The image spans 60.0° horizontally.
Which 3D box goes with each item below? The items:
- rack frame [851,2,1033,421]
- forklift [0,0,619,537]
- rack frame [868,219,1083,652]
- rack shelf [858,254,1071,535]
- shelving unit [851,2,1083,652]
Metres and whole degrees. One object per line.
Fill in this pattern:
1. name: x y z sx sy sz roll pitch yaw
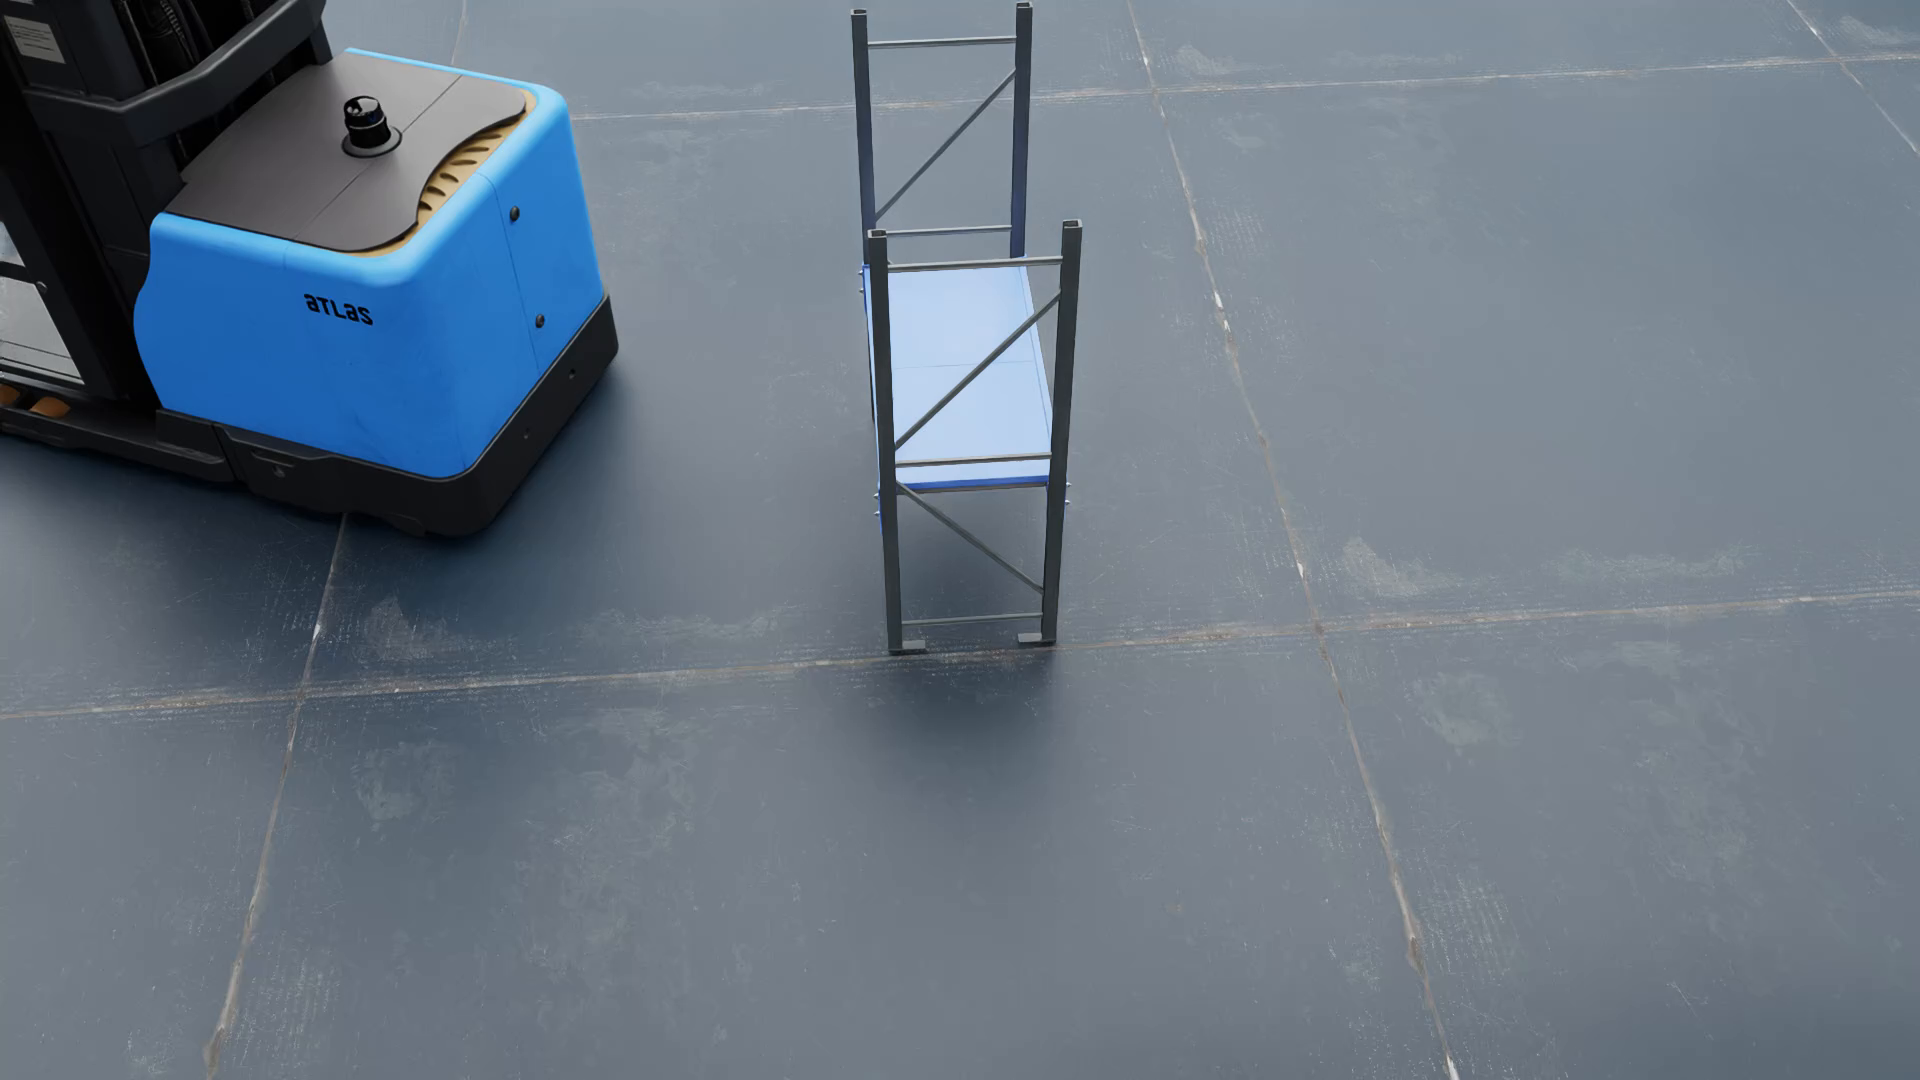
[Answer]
1. rack frame: -0.050 -0.945 5.112 0.500 1.500 0.032 -3 47 -3
2. forklift: -2.760 -1.666 4.810 3.031 2.935 1.130 14 48 13
3. rack frame: 0.035 -0.210 4.416 0.500 1.500 0.032 -3 47 -3
4. rack shelf: -0.007 -0.454 4.895 0.538 0.185 1.000 -3 47 -3
5. shelving unit: -0.007 -0.577 4.764 0.538 1.500 1.048 -3 47 -3
